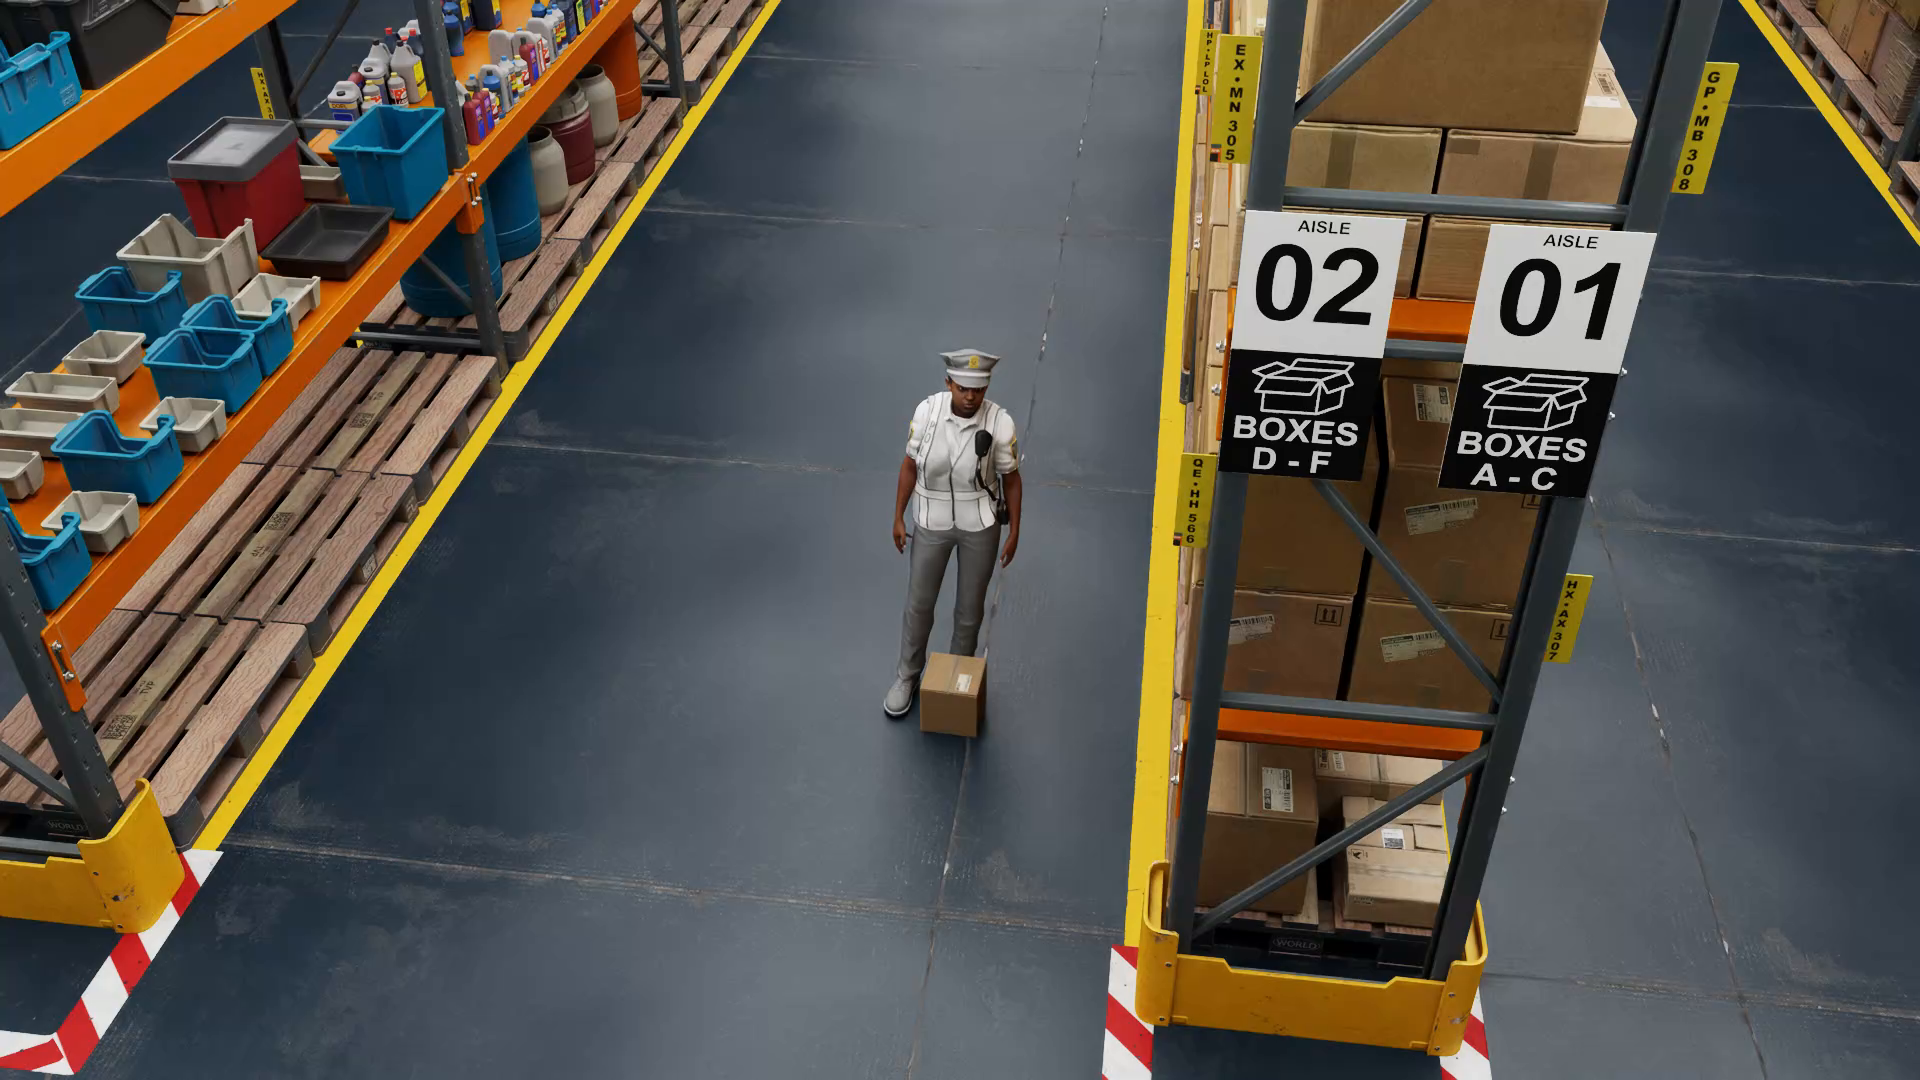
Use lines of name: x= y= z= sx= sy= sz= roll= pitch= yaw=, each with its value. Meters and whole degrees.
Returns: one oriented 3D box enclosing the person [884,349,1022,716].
person: x=-0.033 y=-0.032 z=7.037 sx=0.568 sy=1.694 sz=0.529 roll=4 pitch=37 yaw=6
